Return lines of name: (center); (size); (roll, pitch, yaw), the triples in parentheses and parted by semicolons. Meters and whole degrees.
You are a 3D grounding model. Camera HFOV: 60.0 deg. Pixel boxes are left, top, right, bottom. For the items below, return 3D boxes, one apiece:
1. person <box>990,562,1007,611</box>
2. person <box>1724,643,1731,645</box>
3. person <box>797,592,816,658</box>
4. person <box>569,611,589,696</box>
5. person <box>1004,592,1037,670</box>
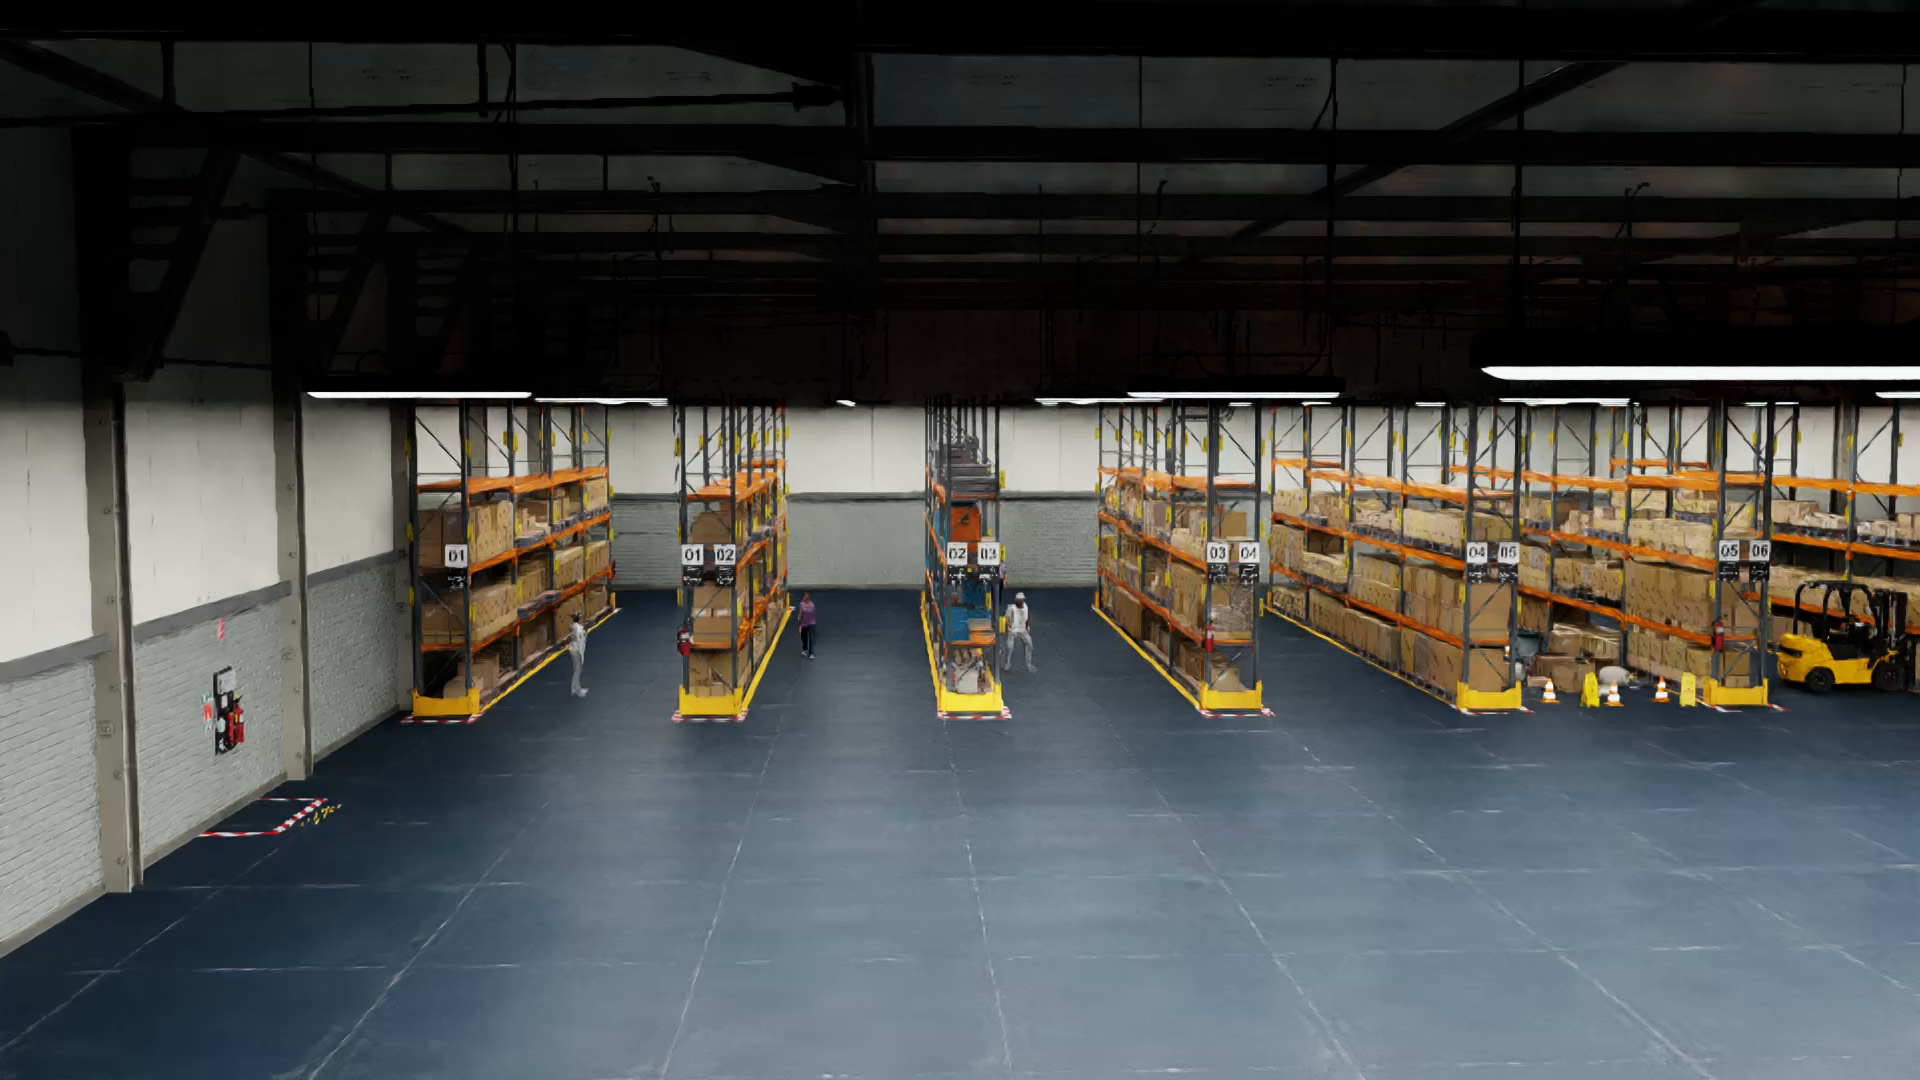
person: (1.079, 1.183, 47.265); (0.491, 1.572, 1.000); (0, 5, -4)
person: (16.690, 2.048, 36.289); (0.450, 1.599, 0.467); (2, 5, 28)
person: (-3.524, 1.930, 38.202); (0.419, 1.513, 1.037); (0, 5, -4)
person: (-7.602, 2.251, 33.220); (0.420, 1.677, 0.534); (-3, 5, -30)
person: (1.272, 1.985, 36.272); (0.687, 1.738, 0.716); (-2, 5, -24)
